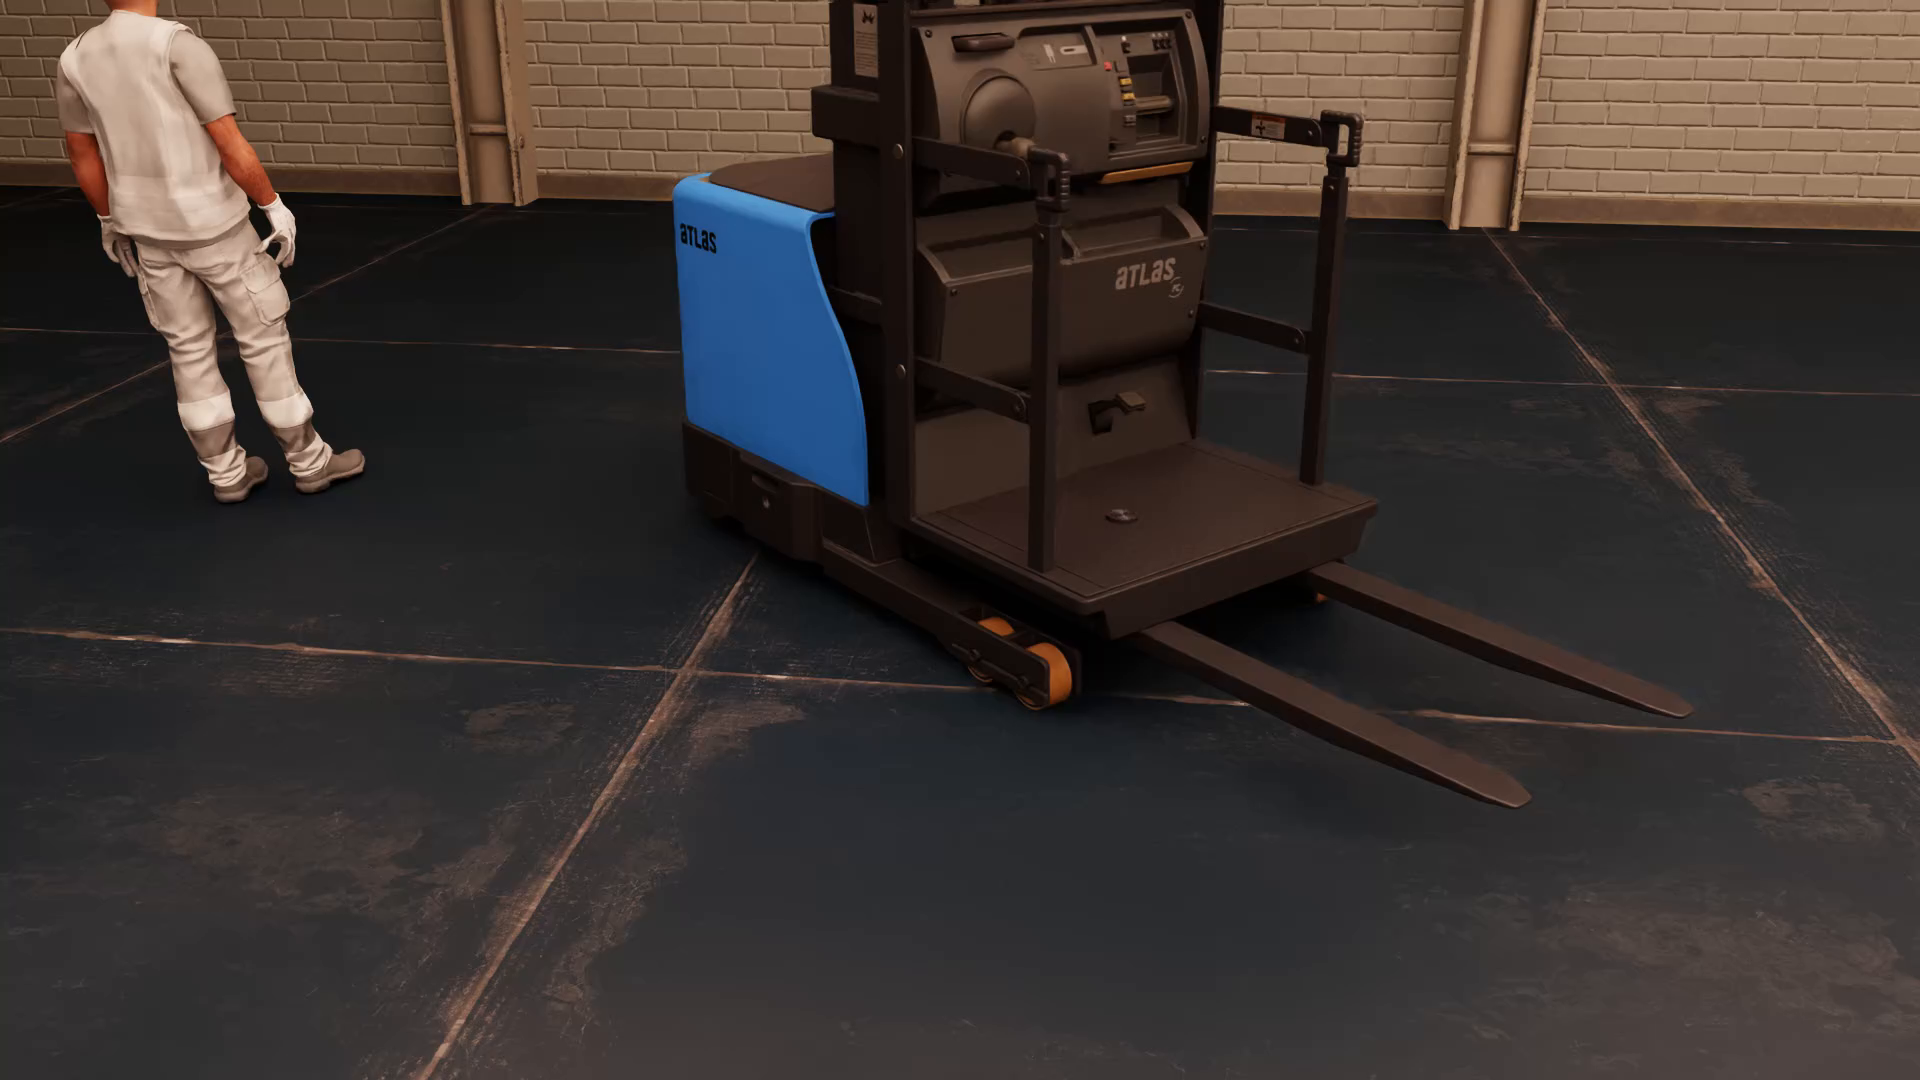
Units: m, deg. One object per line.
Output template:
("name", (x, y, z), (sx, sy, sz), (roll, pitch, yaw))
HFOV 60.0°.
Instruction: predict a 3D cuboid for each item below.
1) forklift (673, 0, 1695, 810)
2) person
("forklift", (0.419, -1.147, 4.101), (1.130, 2.935, 3.031), (-16, 27, -35))
("person", (-2.382, -0.999, 5.244), (0.637, 1.786, 0.566), (3, 22, 8))
